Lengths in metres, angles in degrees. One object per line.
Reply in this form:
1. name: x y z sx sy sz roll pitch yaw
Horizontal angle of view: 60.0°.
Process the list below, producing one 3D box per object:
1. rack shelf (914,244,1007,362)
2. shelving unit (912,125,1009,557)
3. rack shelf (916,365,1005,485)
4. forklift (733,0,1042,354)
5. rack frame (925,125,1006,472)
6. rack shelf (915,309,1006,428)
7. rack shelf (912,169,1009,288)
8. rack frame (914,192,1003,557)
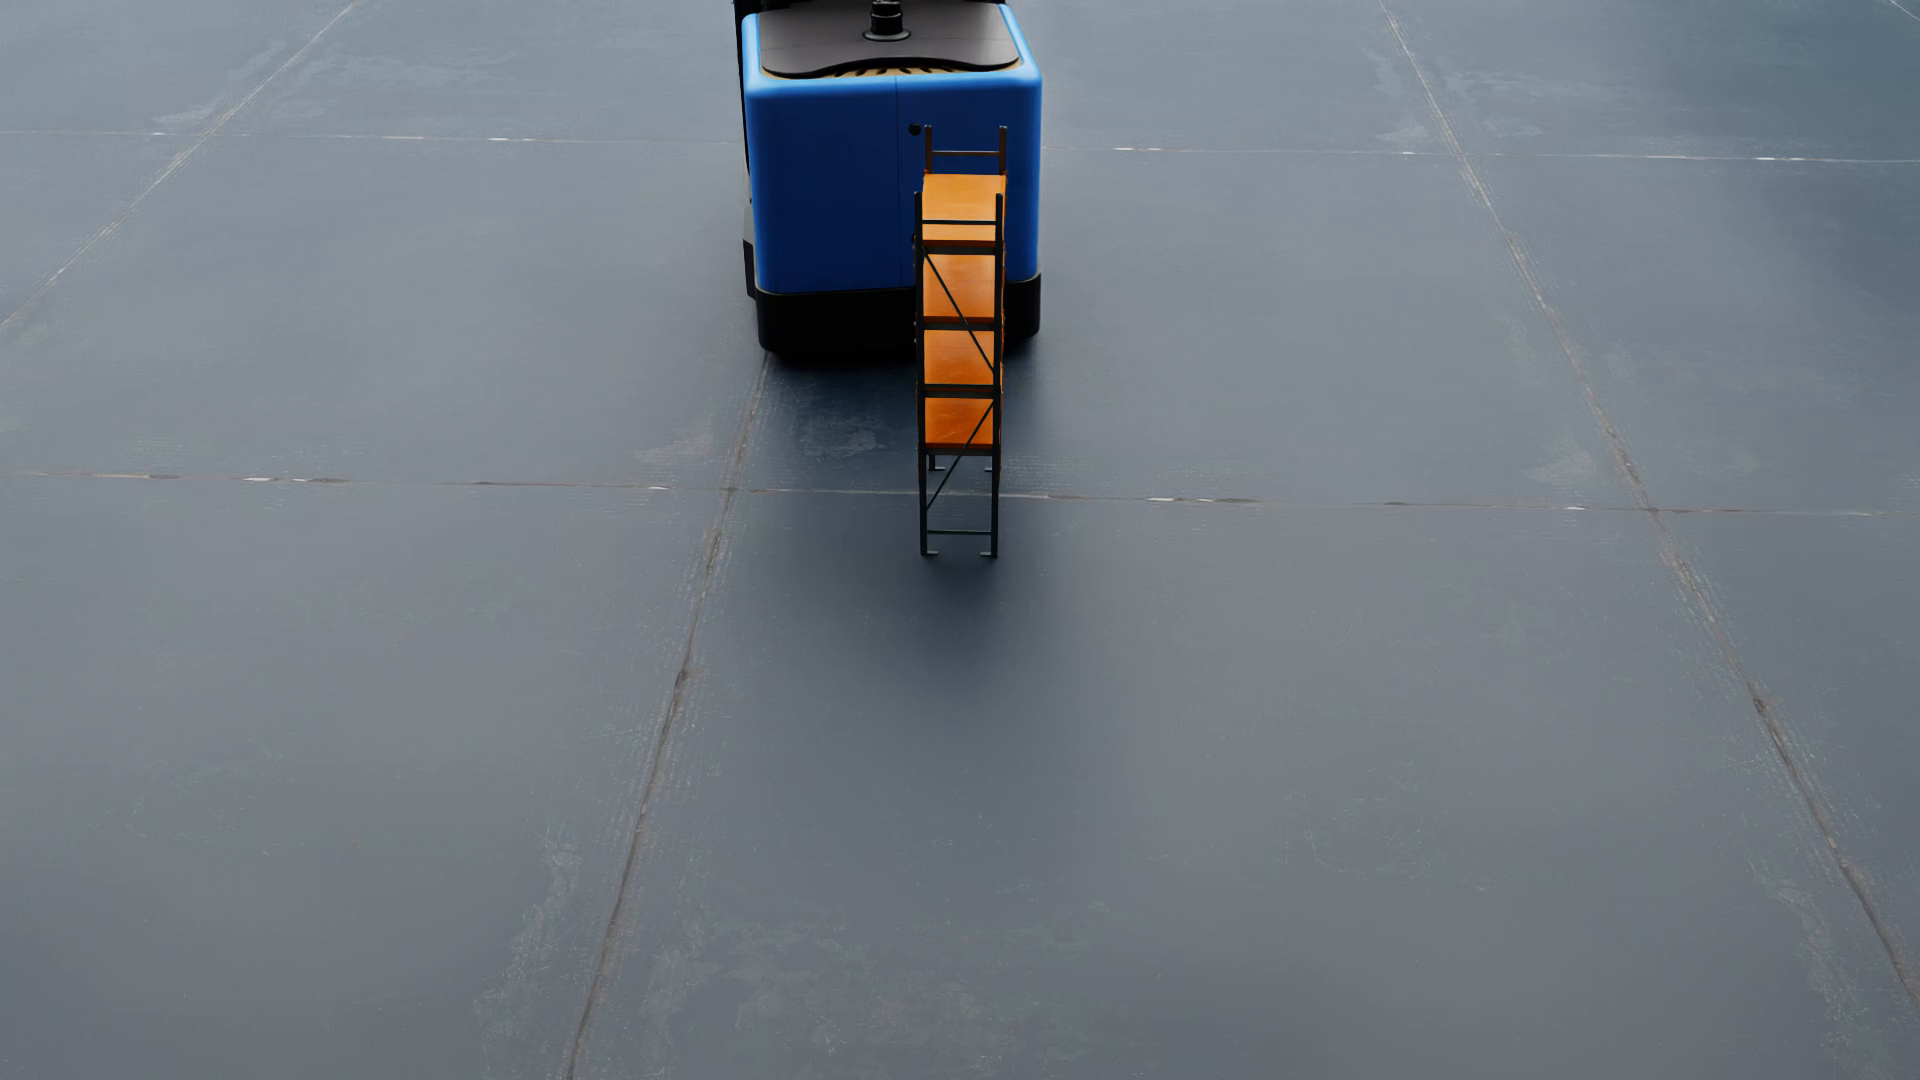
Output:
1. rack shelf: 0.007 -0.714 4.950 0.258 0.148 0.480 1 35 2
2. shelving unit: 0.007 -0.586 5.040 0.258 1.200 0.503 1 35 2
3. rack shelf: 0.007 -0.368 5.193 0.258 0.148 0.480 1 35 2
4. forklift: -0.390 -2.714 6.563 1.130 2.935 3.031 -4 35 -6
5. rack frame: 0.016 -0.726 5.240 0.240 1.200 0.015 1 35 2
6. rack shelf: 0.007 -0.531 5.079 0.258 0.148 0.480 1 35 2
7. rack shelf: 0.007 -0.907 4.814 0.258 0.148 0.480 1 35 2
8. rack frame: -0.003 -0.446 4.841 0.240 1.200 0.015 1 35 2
